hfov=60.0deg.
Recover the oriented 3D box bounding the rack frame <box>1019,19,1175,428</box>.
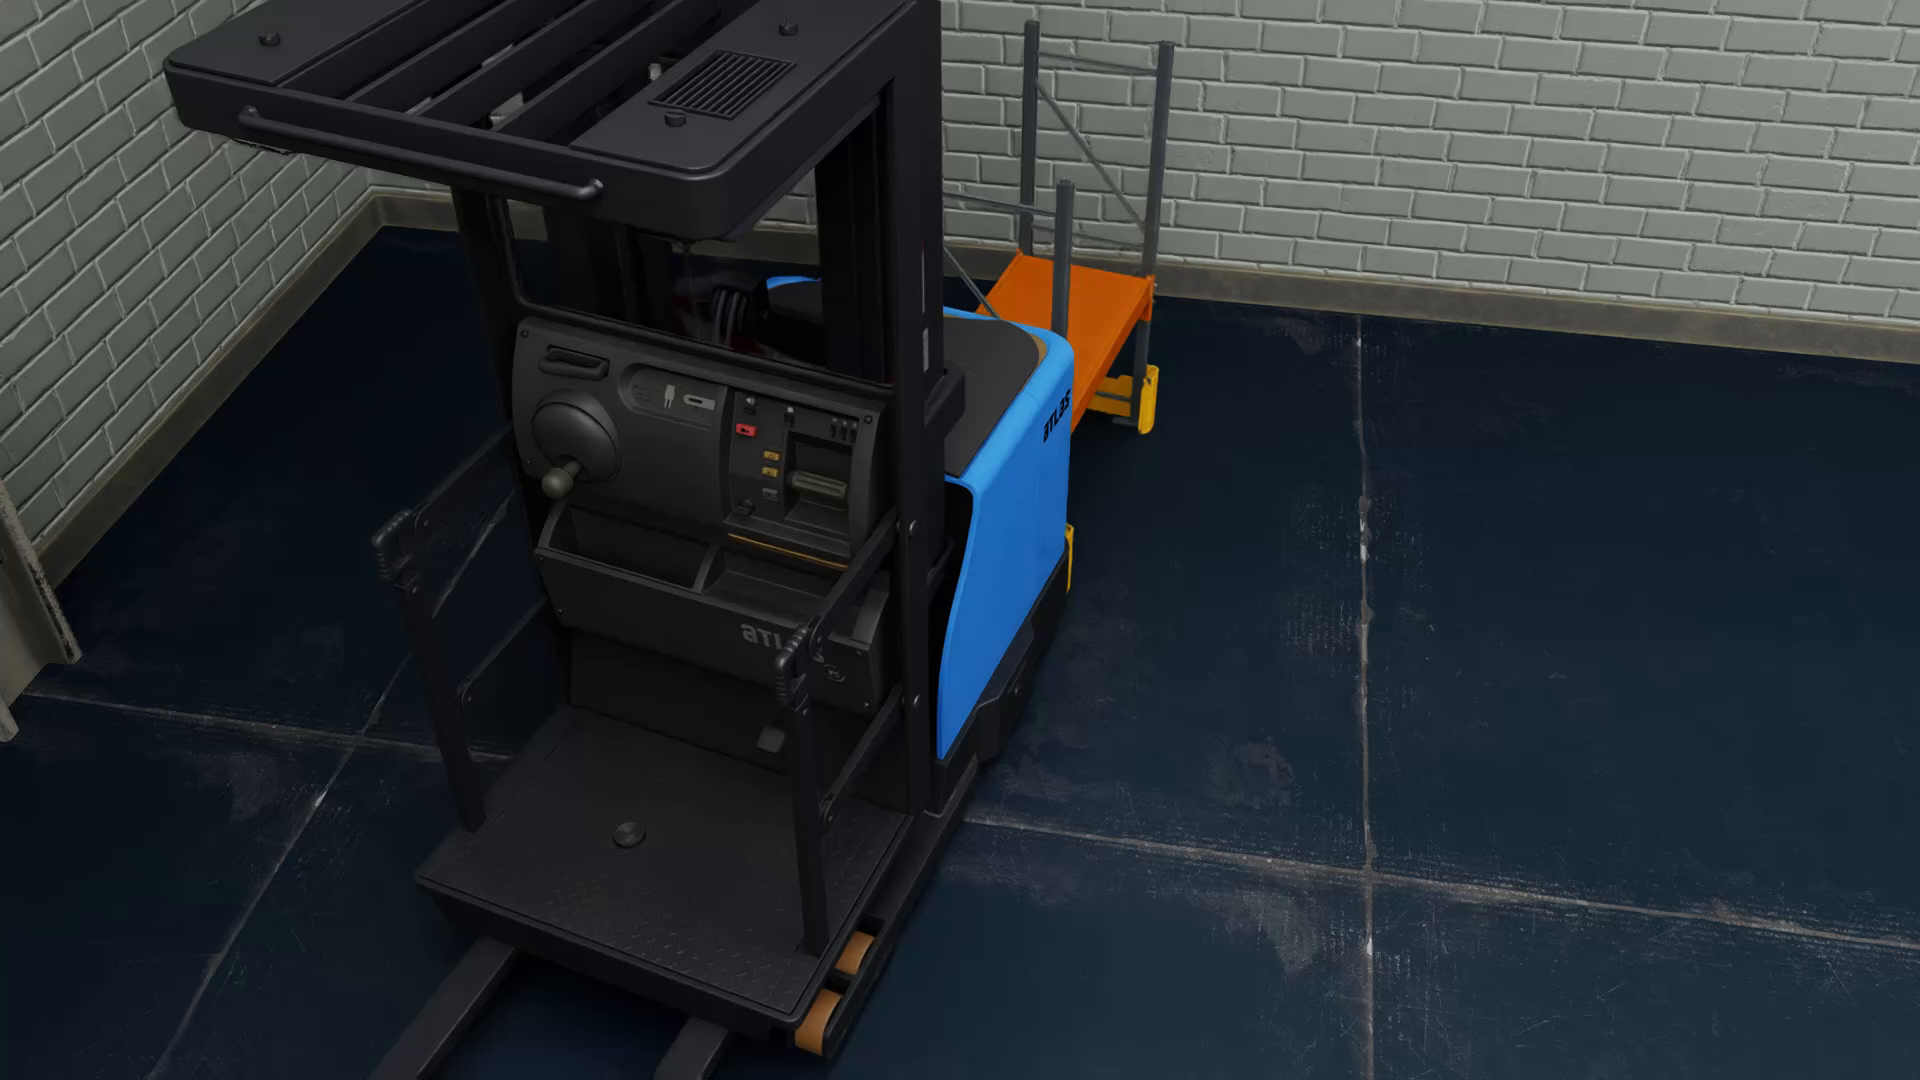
[{"bbox_3d":[0.450,-1.067,5.863,0.500,1.500,0.032,14,42,16],"label":"rack frame"}]

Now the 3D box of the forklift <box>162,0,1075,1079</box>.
[{"bbox_3d":[-0.695,-0.150,3.631,1.130,2.935,3.031,15,42,17],"label":"forklift"}]

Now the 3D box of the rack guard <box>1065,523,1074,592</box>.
[{"bbox_3d":[0.086,0.007,5.546,0.587,0.250,0.087,14,42,16],"label":"rack guard"}]

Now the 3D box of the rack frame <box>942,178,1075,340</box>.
[{"bbox_3d":[0.079,-0.463,5.133,0.500,1.500,0.032,14,42,16],"label":"rack frame"}]

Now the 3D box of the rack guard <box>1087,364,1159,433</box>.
[{"bbox_3d":[0.449,-0.584,6.260,0.587,0.250,0.087,14,42,16],"label":"rack guard"}]

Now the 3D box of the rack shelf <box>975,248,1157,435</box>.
[{"bbox_3d":[0.265,-0.626,5.613,0.538,0.185,1.000,14,42,16],"label":"rack shelf"}]

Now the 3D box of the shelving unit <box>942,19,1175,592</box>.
[{"bbox_3d":[0.268,-0.770,5.505,0.587,1.500,1.083,14,42,16],"label":"shelving unit"}]
